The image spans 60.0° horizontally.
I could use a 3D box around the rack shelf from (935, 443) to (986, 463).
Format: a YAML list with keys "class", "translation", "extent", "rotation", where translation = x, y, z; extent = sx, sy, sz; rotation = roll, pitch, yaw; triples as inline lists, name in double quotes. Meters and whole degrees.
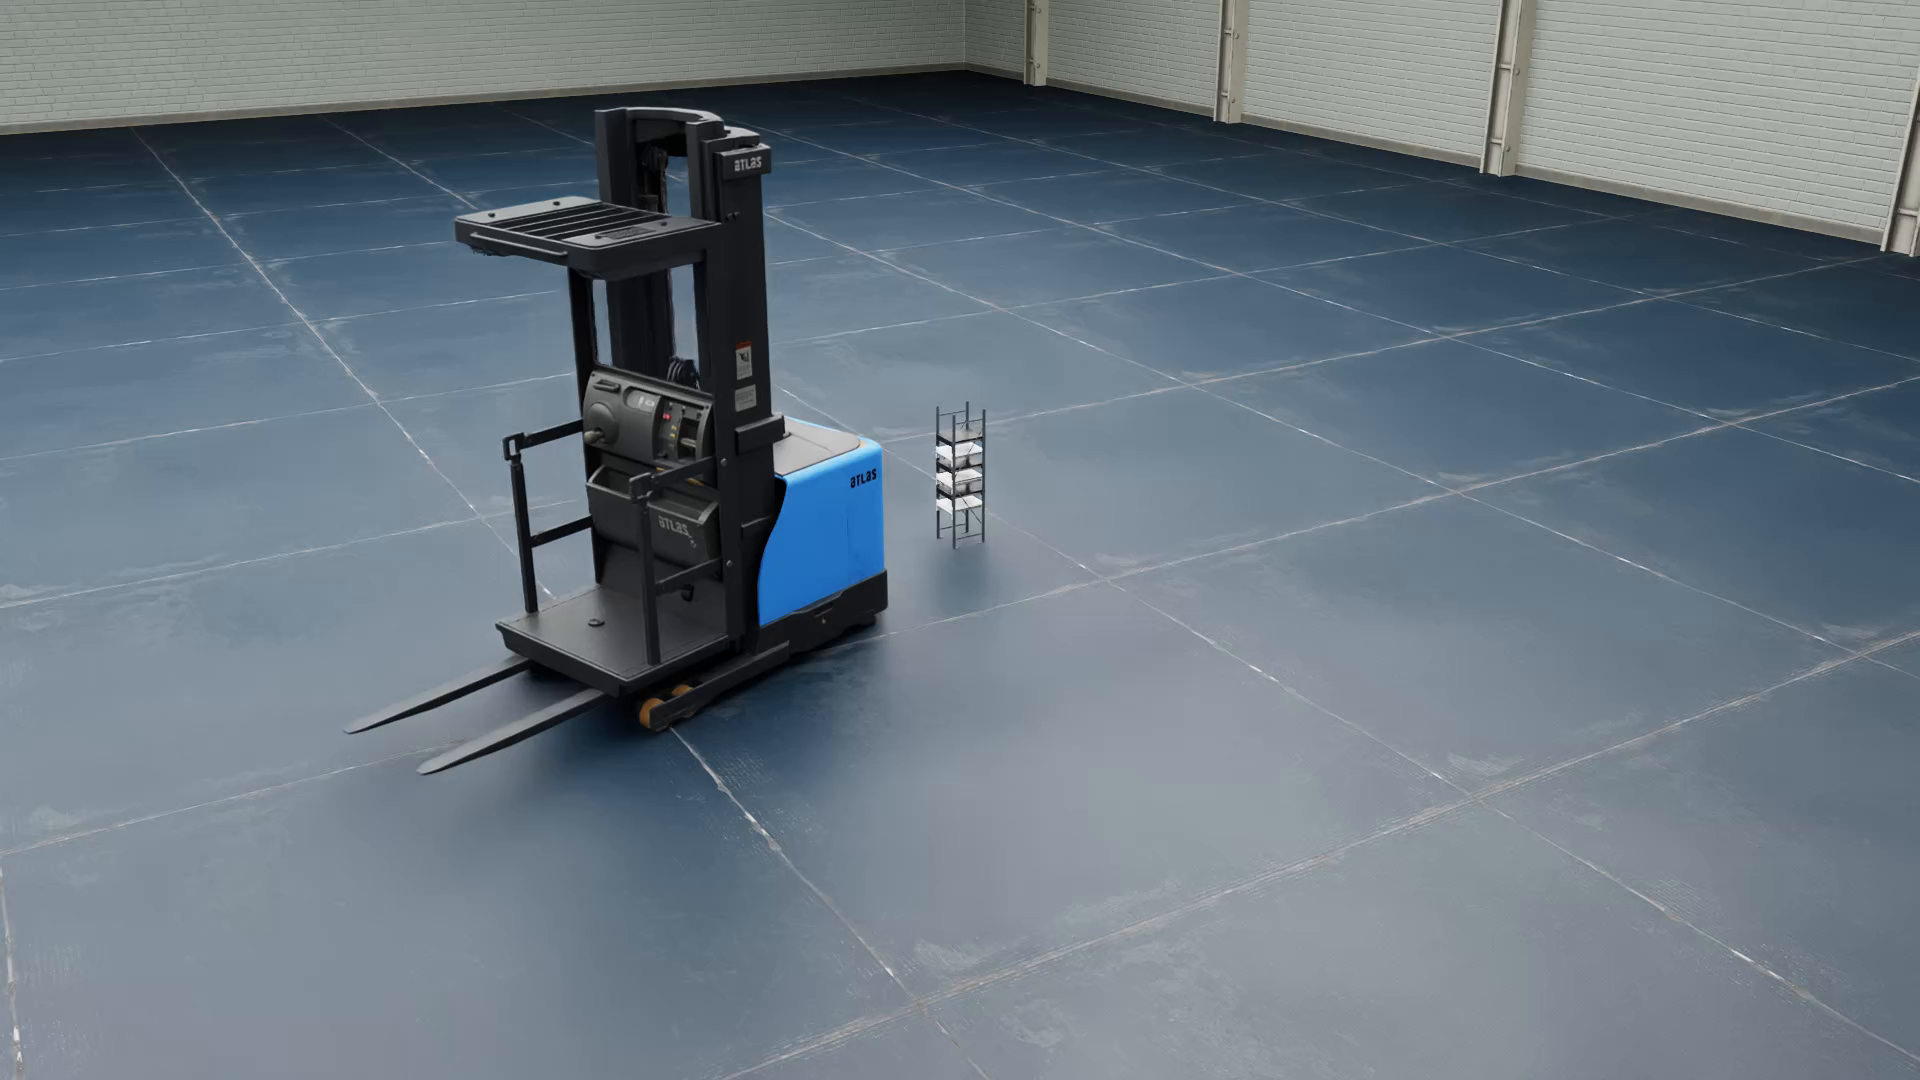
- class: "rack shelf"
  translation: [0.004, -0.550, 10.580]
  extent: [0.258, 0.077, 0.200]
  rotation: [-13, 25, -28]

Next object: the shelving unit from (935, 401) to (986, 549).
- class: "shelving unit"
  translation: [0.004, -0.414, 10.636]
  extent: [0.258, 0.900, 0.210]
  rotation: [-13, 25, -28]

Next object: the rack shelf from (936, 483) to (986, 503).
- class: "rack shelf"
  translation: [0.004, -0.300, 10.682]
  extent: [0.258, 0.077, 0.200]
  rotation: [-13, 25, -28]

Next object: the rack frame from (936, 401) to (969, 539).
- class: "rack frame"
  translation: [-0.048, -0.447, 10.717]
  extent: [0.240, 0.900, 0.006]
  rotation: [-13, 25, -28]

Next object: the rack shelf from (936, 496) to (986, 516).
- class: "rack shelf"
  translation: [0.004, -0.217, 10.716]
  extent: [0.258, 0.077, 0.200]
  rotation: [-13, 25, -28]

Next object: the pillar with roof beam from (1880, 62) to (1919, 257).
- class: "pillar with roof beam"
  translation: [6.998, -6.602, 15.104]
  extent: [9.100, 9.000, 0.400]
  rotation: [-13, 25, -28]

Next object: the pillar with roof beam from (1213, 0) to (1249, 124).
- class: "pillar with roof beam"
  translation: [0.868, -10.487, 24.661]
  extent: [9.100, 9.000, 0.400]
  rotation: [-13, 25, -28]

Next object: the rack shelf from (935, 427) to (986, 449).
- class: "rack shelf"
  translation: [0.004, -0.633, 10.546]
  extent: [0.258, 0.077, 0.200]
  rotation: [-13, 25, -28]

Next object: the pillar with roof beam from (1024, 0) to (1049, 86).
- class: "pillar with roof beam"
  translation: [-2.197, -12.429, 29.440]
  extent: [9.100, 9.000, 0.400]
  rotation: [-13, 25, -28]

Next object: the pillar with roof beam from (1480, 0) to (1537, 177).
- class: "pillar with roof beam"
  translation: [3.933, -8.545, 19.883]
  extent: [9.100, 9.000, 0.400]
  rotation: [-13, 25, -28]

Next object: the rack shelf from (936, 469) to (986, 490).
- class: "rack shelf"
  translation: [0.004, -0.383, 10.648]
  extent: [0.258, 0.077, 0.200]
  rotation: [-13, 25, -28]

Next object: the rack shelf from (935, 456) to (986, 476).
- class: "rack shelf"
  translation: [0.004, -0.467, 10.614]
  extent: [0.258, 0.077, 0.200]
  rotation: [-13, 25, -28]

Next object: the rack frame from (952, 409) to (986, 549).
- class: "rack frame"
  translation: [0.056, -0.381, 10.555]
  extent: [0.240, 0.900, 0.006]
  rotation: [-13, 25, -28]

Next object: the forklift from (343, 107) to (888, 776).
- class: "forklift"
  translation: [-1.745, -0.600, 8.395]
  extent: [1.130, 2.935, 3.031]
  rotation: [17, 28, 36]
